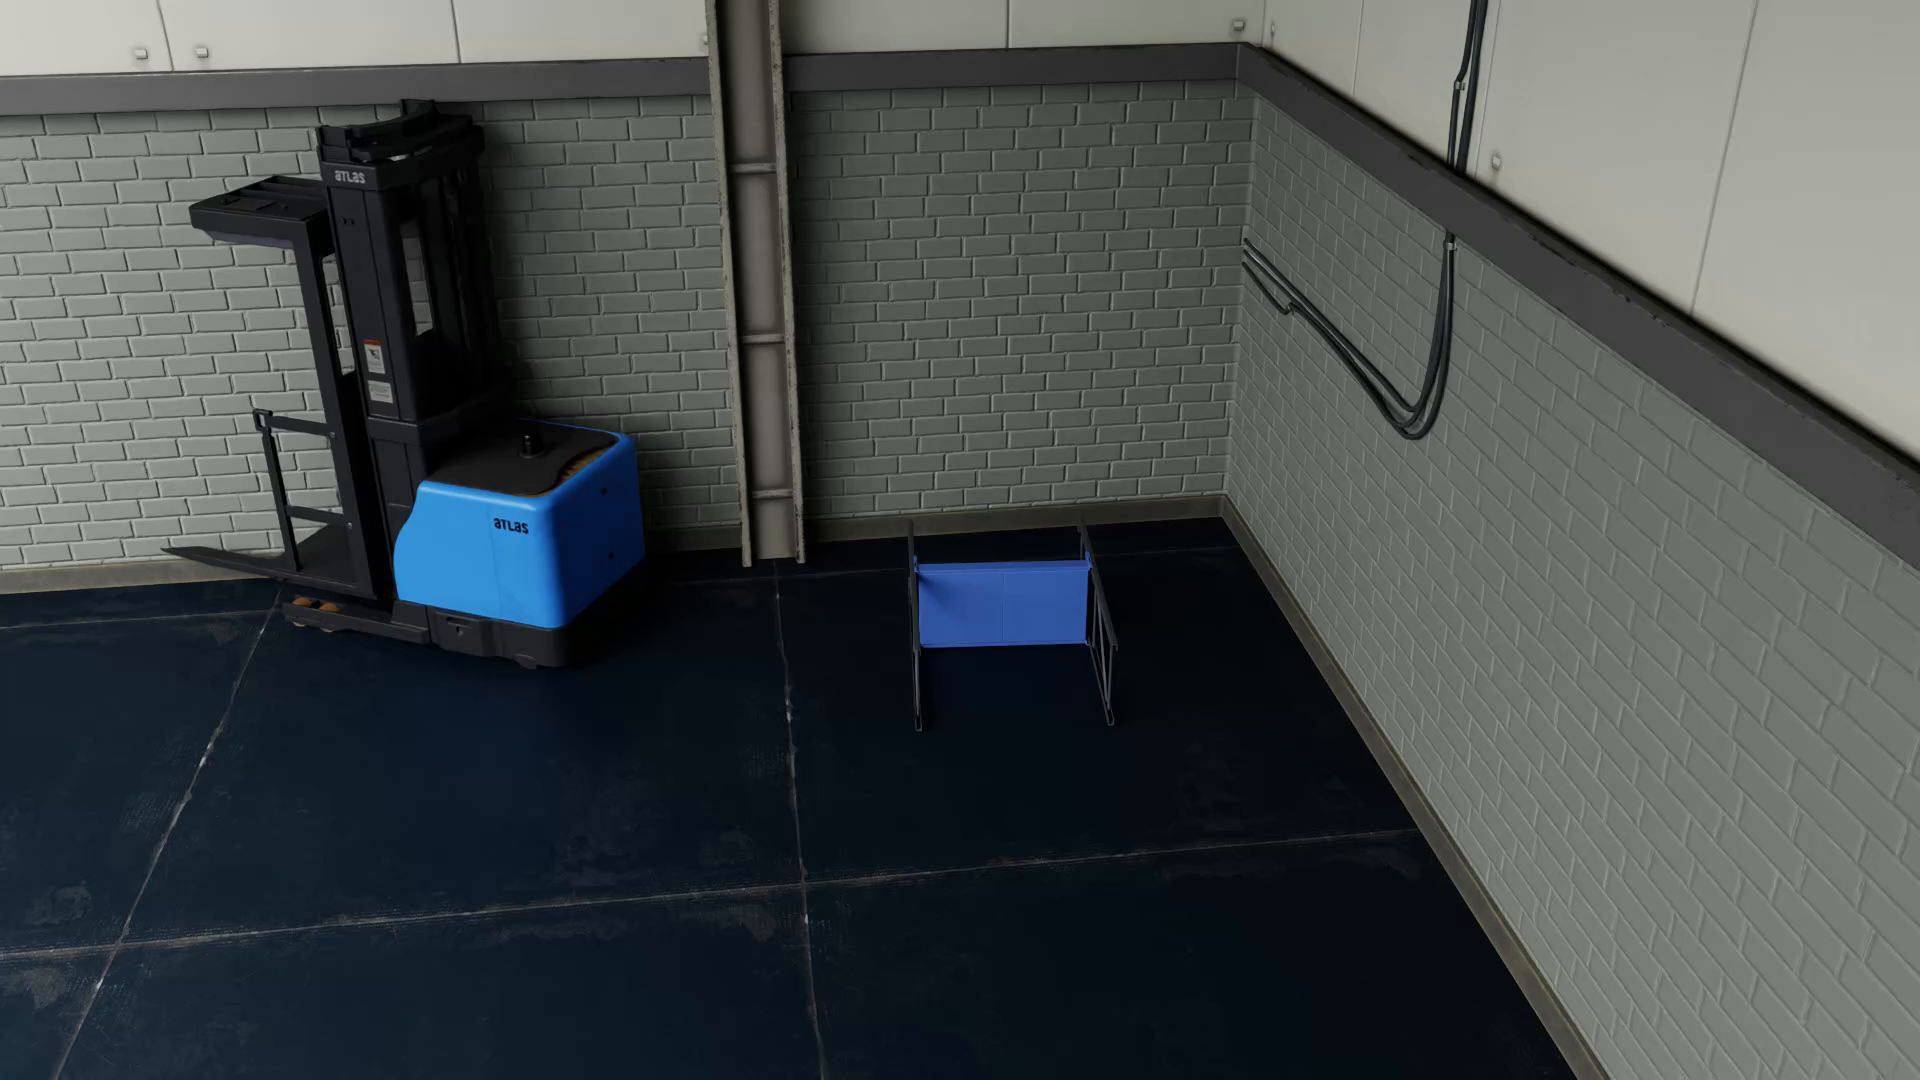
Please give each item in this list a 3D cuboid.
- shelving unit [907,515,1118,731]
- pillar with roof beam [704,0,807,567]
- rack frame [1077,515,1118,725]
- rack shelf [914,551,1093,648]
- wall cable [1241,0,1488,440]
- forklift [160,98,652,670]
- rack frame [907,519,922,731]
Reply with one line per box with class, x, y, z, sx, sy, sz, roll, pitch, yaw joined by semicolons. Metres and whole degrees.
shelving unit;0.250;0.429;9.324;1.048;0.538;1.500;-1;27;-3
pillar with roof beam;-0.586;-1.972;4.736;0.400;9.000;9.100;-4;27;-7
rack frame;0.758;0.417;9.349;0.032;0.500;1.500;-1;27;-3
rack shelf;0.241;0.347;9.484;1.000;0.538;0.185;-1;27;-3
wall cable;1.916;-2.126;8.437;0.112;2.526;3.097;-4;27;-7
forklift;-3.429;-0.981;9.451;3.031;2.935;1.130;9;29;18
rack frame;-0.257;0.442;9.300;0.032;0.500;1.500;-1;27;-3
